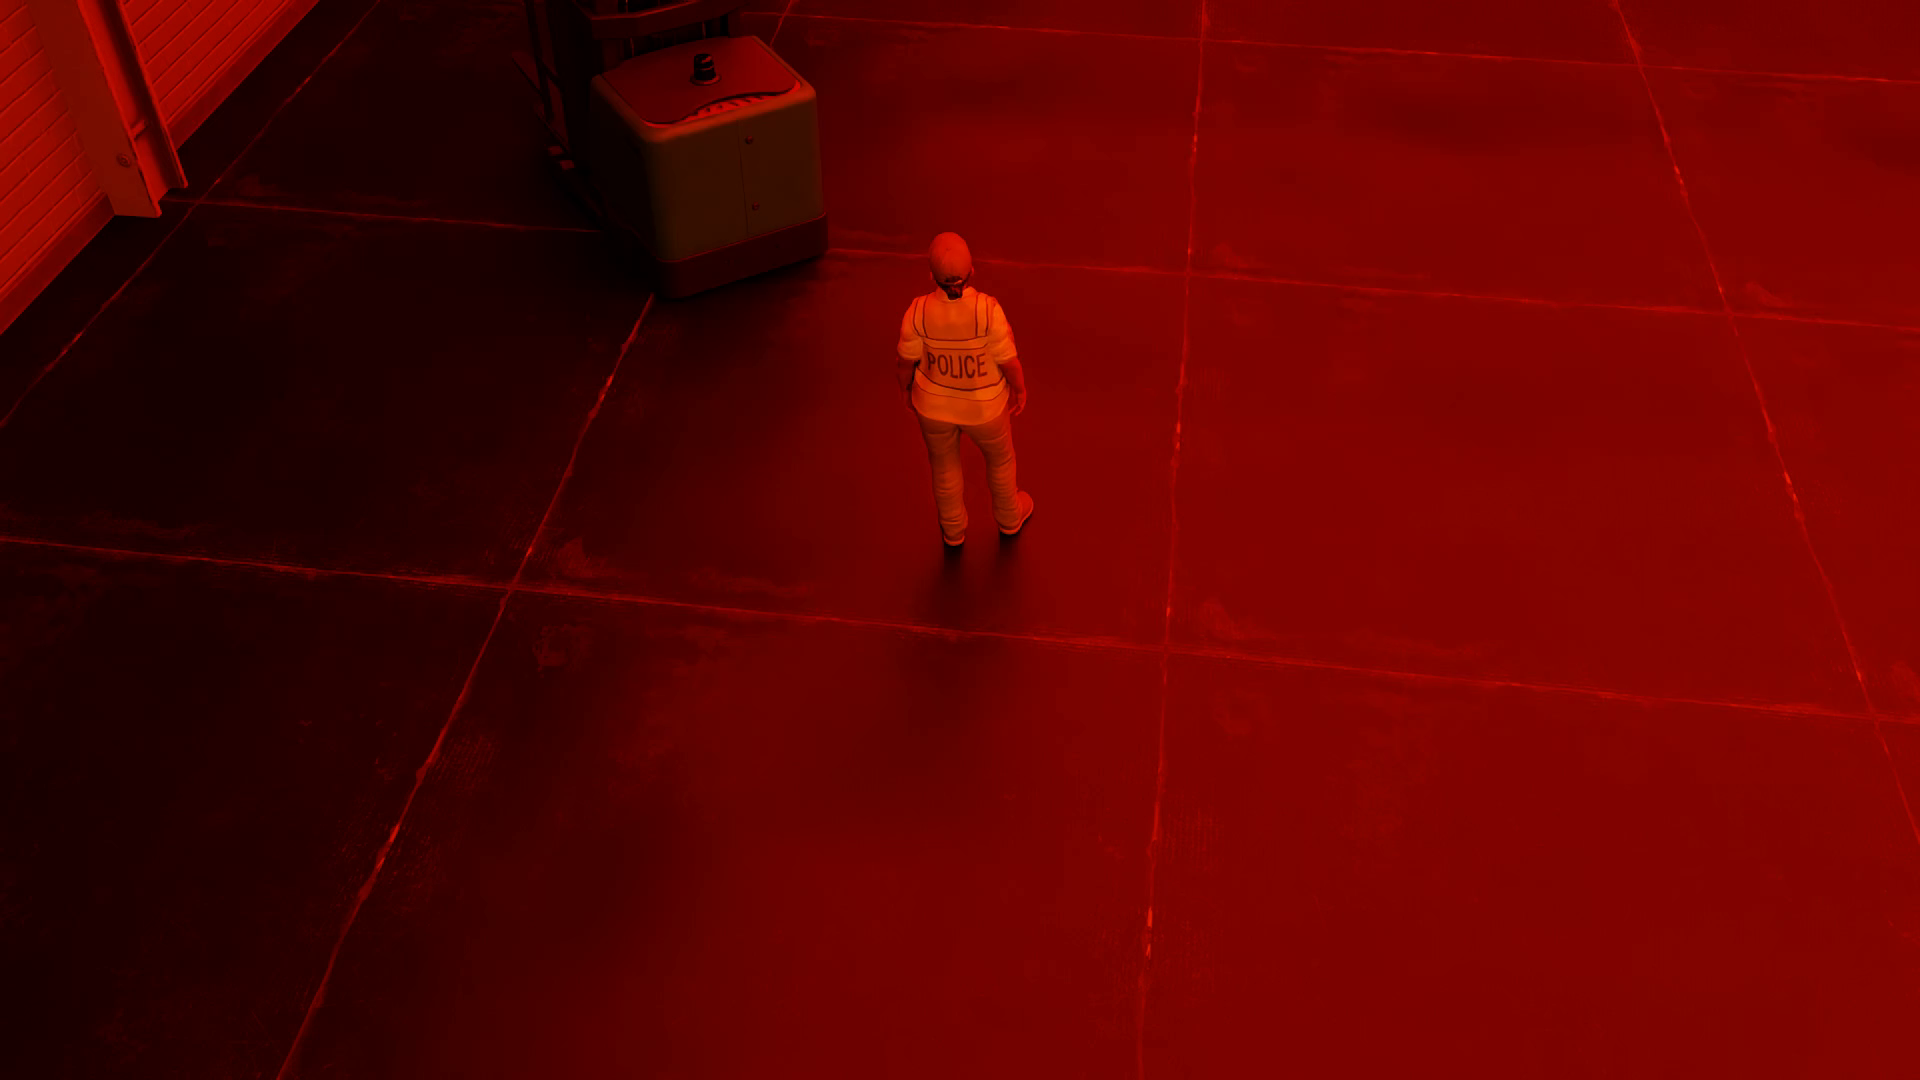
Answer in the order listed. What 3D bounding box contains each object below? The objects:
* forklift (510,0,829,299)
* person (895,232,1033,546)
[{"bbox_3d":[-1.942,-3.403,9.429,1.130,2.935,3.031,-22,47,-22],"label":"forklift"},{"bbox_3d":[0.033,-0.669,7.377,0.598,1.670,0.527,5,43,6],"label":"person"}]
